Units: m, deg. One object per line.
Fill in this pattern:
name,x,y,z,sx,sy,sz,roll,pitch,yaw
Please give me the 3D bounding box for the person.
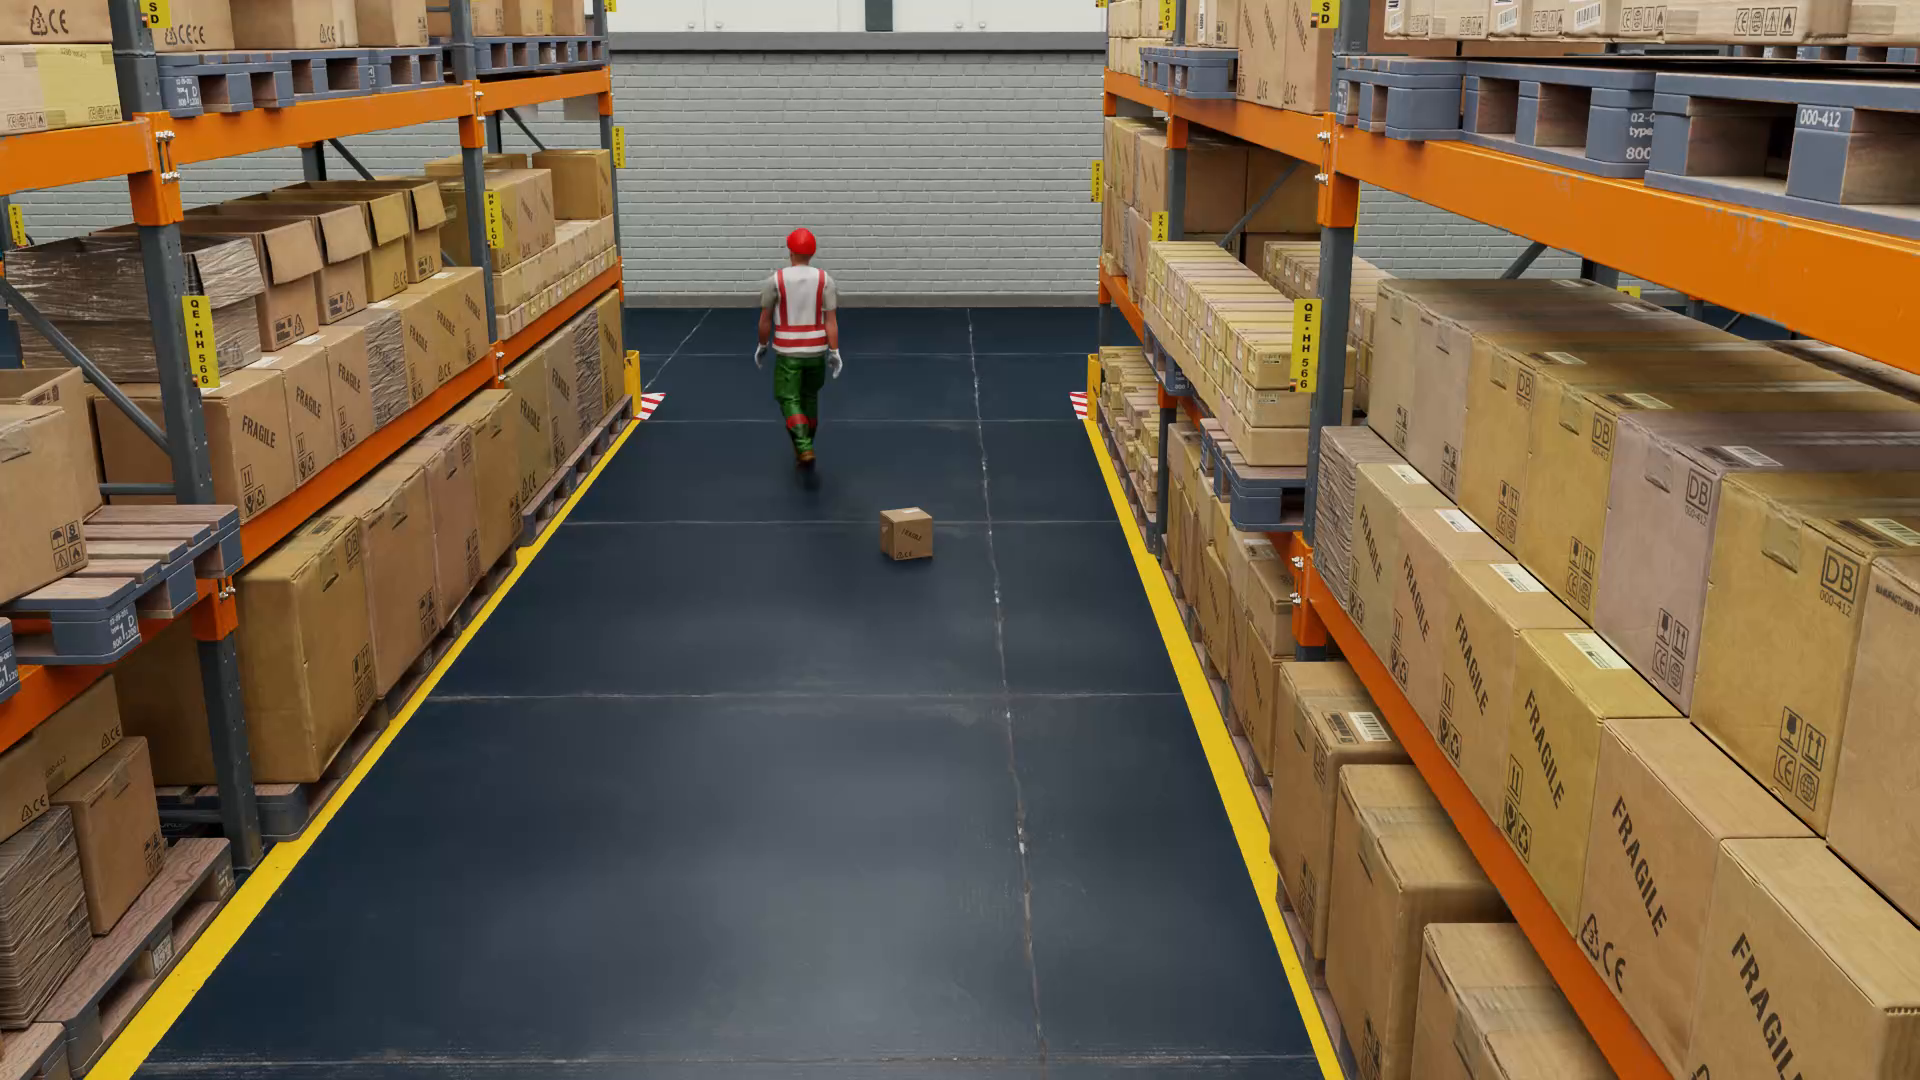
person,-1.168,-1.364,11.979,0.586,1.756,0.949,-5,18,-16
